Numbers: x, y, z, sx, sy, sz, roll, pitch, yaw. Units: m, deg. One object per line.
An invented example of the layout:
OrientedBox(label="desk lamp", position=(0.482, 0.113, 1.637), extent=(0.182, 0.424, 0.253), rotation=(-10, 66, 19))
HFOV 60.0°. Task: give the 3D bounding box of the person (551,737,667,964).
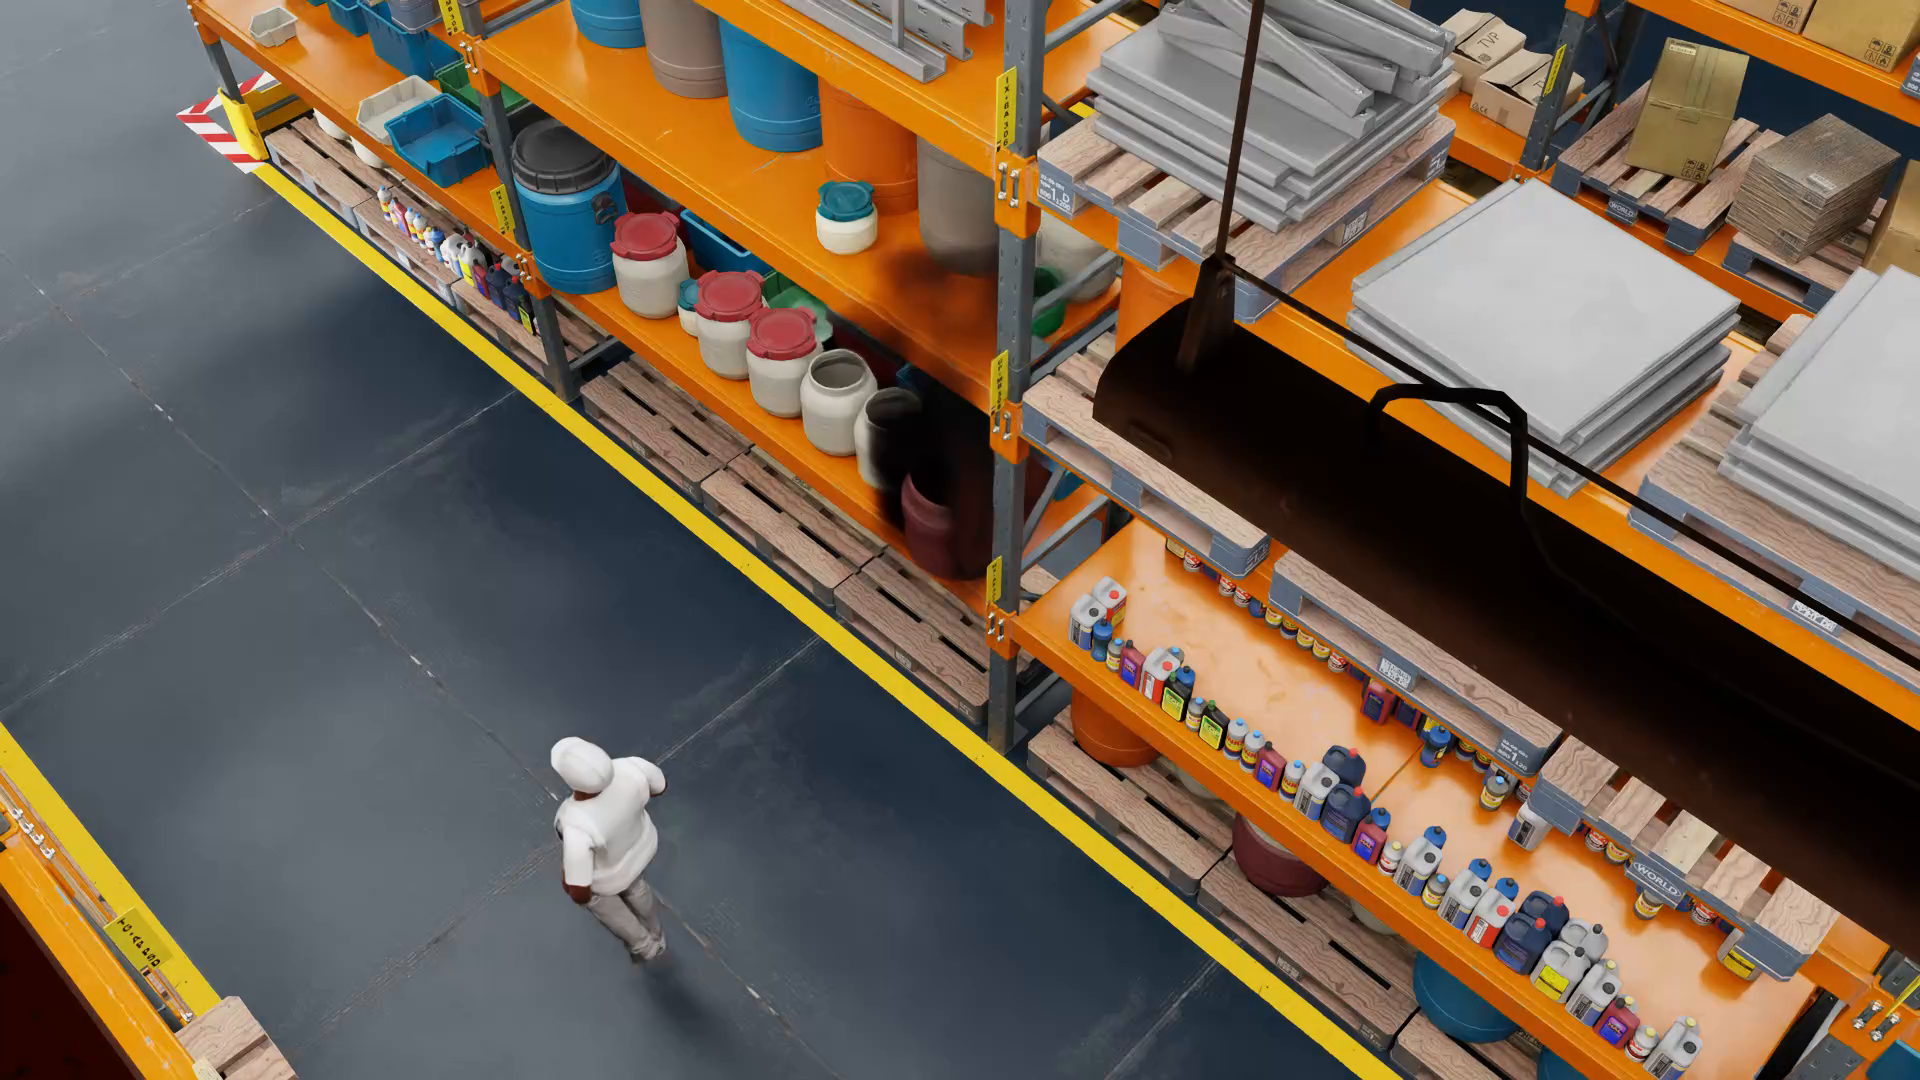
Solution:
OrientedBox(label="person", position=(-1.657, 1.438, 7.700), extent=(0.557, 1.767, 0.713), rotation=(28, 55, 21))
